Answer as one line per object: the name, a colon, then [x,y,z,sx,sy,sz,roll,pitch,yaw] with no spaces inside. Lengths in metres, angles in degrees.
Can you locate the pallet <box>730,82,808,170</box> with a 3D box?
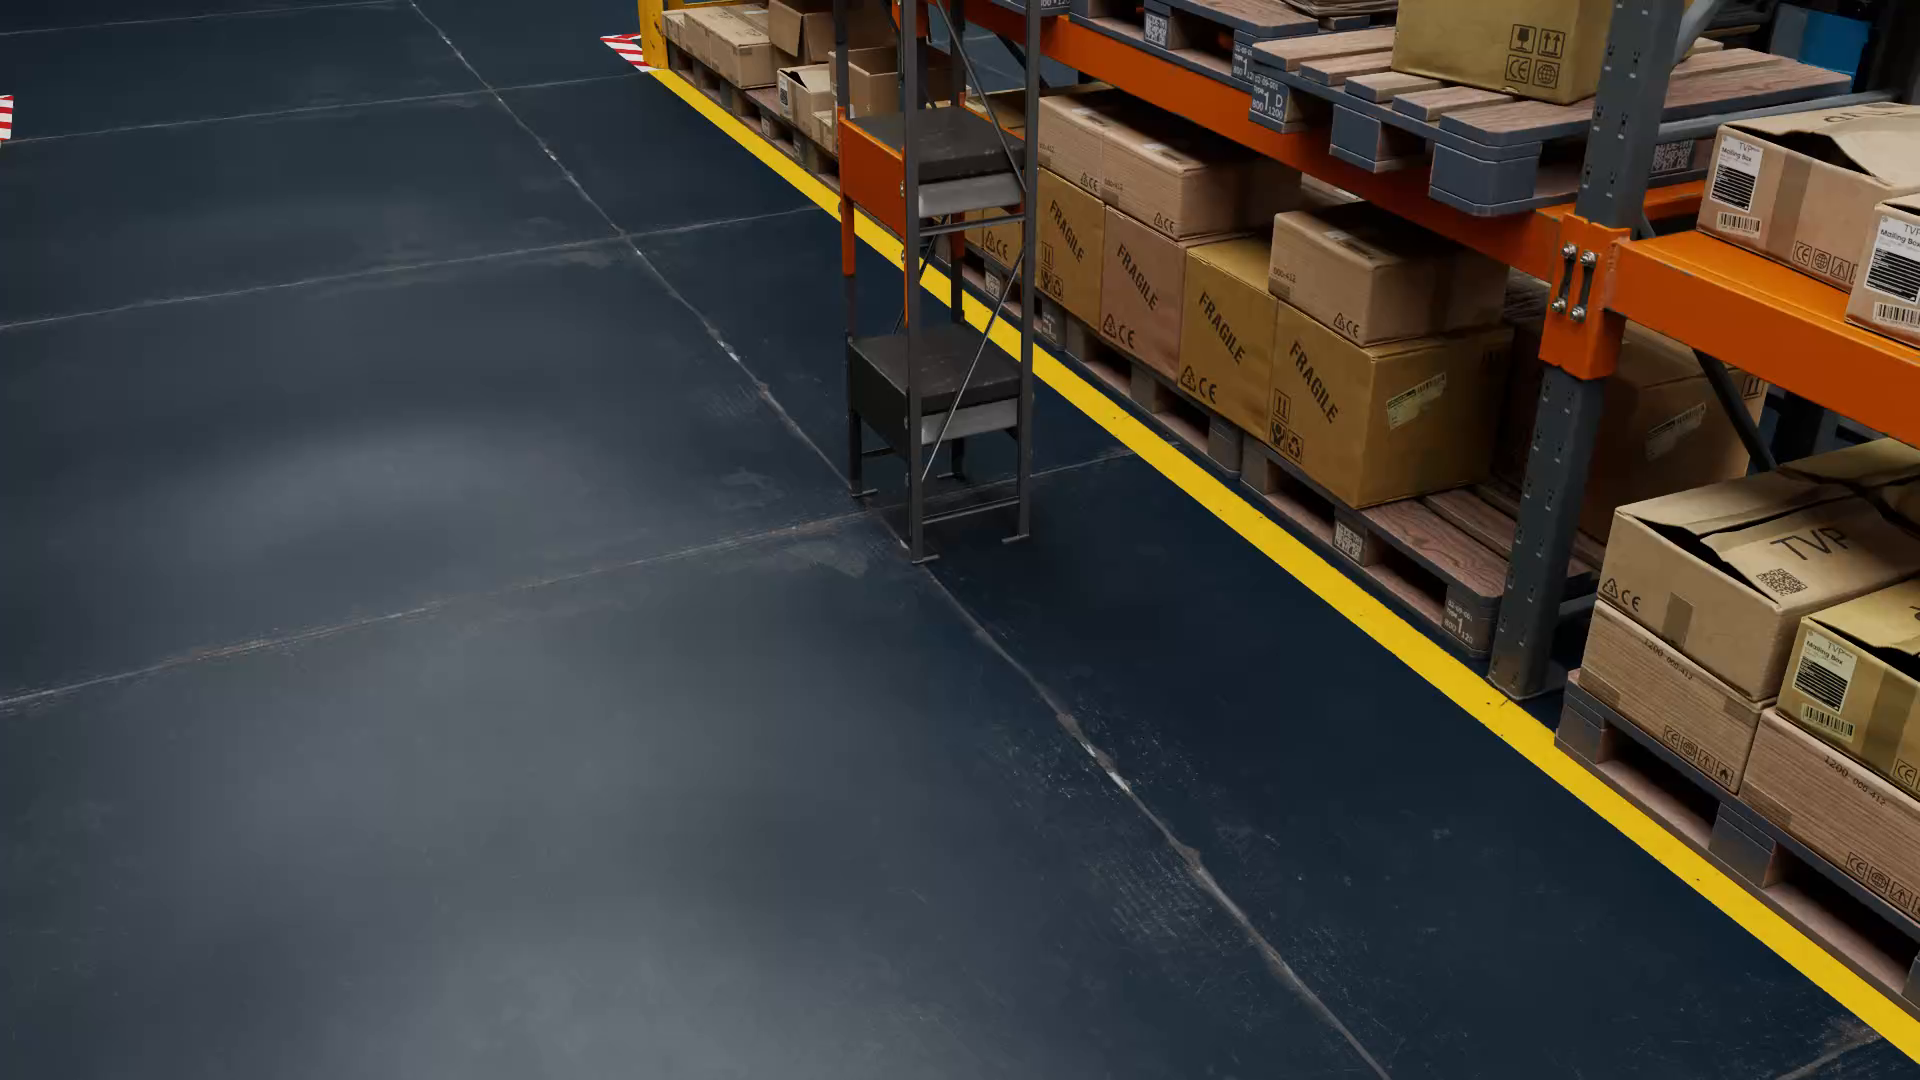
pallet: [-0.620,-2.392,9.301,1.003,0.211,1.213,-13,32,-22]

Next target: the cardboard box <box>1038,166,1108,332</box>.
cardboard box: [0.636,-1.147,6.334,0.500,0.500,0.500,-13,32,-21]

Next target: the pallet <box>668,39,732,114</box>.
pallet: [-1.140,-2.931,10.261,1.003,0.211,1.213,-13,32,-22]

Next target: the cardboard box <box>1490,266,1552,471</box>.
cardboard box: [1.751,-0.591,5.344,0.500,0.500,0.500,-14,32,-24]

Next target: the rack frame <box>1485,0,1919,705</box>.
rack frame: [1.918,-0.999,3.964,1.000,3.000,0.127,-13,32,-22]

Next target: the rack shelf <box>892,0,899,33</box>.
rack shelf: [-0.657,-3.335,8.867,1.077,0.370,4.000,-13,32,-22]

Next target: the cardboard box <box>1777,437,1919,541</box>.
cardboard box: [2.366,-0.047,4.076,0.500,0.311,0.500,-12,32,-21]

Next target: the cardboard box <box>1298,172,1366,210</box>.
cardboard box: [1.312,-1.043,6.150,0.500,0.500,0.500,-14,32,-24]

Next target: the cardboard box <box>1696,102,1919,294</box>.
cardboard box: [2.035,-0.790,3.683,0.500,0.311,0.500,-11,31,-19]

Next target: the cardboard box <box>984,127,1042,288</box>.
cardboard box: [0.428,-1.369,6.730,0.500,0.500,0.500,-13,32,-21]

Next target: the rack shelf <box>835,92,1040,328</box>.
rack shelf: [-0.071,-0.977,4.874,0.431,0.518,0.480,-13,32,-22]

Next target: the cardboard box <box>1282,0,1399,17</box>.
cardboard box: [1.326,-1.924,5.083,0.700,0.500,0.500,-7,30,-13]

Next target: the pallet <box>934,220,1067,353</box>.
pallet: [0.585,-1.198,7.171,1.003,0.211,1.213,-13,32,-22]

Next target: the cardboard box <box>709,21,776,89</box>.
cardboard box: [-1.110,-2.784,9.509,0.500,0.250,0.500,-13,32,-22]

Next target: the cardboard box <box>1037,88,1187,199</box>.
cardboard box: [0.618,-1.488,6.175,0.500,0.250,0.500,-13,32,-22]

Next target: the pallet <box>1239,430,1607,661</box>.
pallet: [1.632,-0.120,5.248,1.003,0.211,1.213,-13,32,-22]

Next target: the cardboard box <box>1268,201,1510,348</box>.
cardboard box: [1.277,-0.815,4.976,0.500,0.250,0.500,-12,31,-20]

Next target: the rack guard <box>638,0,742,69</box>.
rack guard: [-1.483,-3.409,10.818,1.175,0.500,0.348,-13,32,-22]

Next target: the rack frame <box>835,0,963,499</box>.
rack frame: [-0.176,-1.097,5.059,0.400,2.100,0.015,-13,32,-22]

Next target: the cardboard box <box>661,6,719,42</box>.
cardboard box: [-1.647,-3.224,10.397,0.380,0.149,0.250,-13,32,-22]

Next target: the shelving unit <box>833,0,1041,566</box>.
shelving unit: [-0.071,-0.989,4.867,0.431,2.100,0.503,-13,32,-22]

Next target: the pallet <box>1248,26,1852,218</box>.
pallet: [1.564,-1.200,4.519,1.213,0.211,1.003,-13,32,-22]

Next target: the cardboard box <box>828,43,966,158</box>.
cardboard box: [-0.300,-2.059,7.961,0.500,0.500,0.500,-13,32,-22]

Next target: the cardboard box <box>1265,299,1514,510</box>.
cardboard box: [1.305,-0.464,5.117,0.500,0.500,0.500,-12,31,-20]

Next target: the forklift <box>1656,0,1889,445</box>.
forklift: [2.724,-2.027,5.869,1.130,2.935,3.031,-13,32,-22]

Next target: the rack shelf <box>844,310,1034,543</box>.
rack shelf: [-0.071,-0.367,5.216,0.431,0.518,0.480,-13,32,-22]

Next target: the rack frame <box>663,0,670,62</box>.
rack frame: [-1.516,-4.532,10.266,1.000,3.000,0.127,-13,32,-22]

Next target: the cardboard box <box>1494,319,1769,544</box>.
cardboard box: [1.981,-0.361,4.933,0.500,0.500,0.500,-12,31,-20]

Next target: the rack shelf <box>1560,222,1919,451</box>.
rack shelf: [2.777,0.199,2.564,1.077,0.370,4.000,-13,32,-22]

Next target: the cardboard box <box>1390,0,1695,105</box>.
cardboard box: [1.546,-1.480,4.291,0.700,0.500,0.500,-26,38,-38]

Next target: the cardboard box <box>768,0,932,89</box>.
cardboard box: [-0.610,-2.697,9.096,0.797,0.503,0.637,-13,32,-22]

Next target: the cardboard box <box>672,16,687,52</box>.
cardboard box: [-1.539,-3.121,10.196,0.380,0.166,0.250,-13,32,-22]

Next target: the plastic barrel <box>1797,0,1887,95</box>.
plastic barrel: [4.895,-2.828,8.942,0.600,0.901,0.708,-13,32,-22]

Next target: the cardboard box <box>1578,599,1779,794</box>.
cardboard box: [1.878,0.311,4.011,0.500,0.250,0.500,-13,32,-22]

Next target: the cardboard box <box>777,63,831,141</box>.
cardboard box: [-0.622,-2.308,8.599,0.500,0.311,0.500,-13,32,-22]

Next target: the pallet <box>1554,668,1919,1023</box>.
pallet: [2.237,0.589,3.983,1.003,0.211,1.213,-13,32,-22]

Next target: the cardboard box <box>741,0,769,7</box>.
cardboard box: [-1.060,-3.446,10.434,0.500,0.500,0.500,-13,32,-22]

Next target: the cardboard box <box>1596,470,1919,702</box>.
cardboard box: [1.878,0.066,3.874,0.500,0.311,0.500,-12,31,-20]

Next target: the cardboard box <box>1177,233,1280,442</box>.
cardboard box: [1.083,-0.693,5.524,0.500,0.500,0.500,-14,32,-24]

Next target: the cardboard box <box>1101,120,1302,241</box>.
cardboard box: [0.834,-1.266,5.780,0.500,0.250,0.500,-14,32,-23]

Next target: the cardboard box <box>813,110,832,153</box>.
cardboard box: [-0.515,-2.059,8.320,0.380,0.149,0.250,-13,32,-22]

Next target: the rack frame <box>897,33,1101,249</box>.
rack frame: [0.201,-2.766,7.115,1.000,3.000,0.127,-13,32,-22]

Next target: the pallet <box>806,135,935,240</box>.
pallet: [-0.093,-1.853,8.338,1.003,0.211,1.213,-13,32,-22]

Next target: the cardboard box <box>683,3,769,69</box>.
cardboard box: [-1.324,-3.004,9.903,0.500,0.250,0.500,-13,32,-22]

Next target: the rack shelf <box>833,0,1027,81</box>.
rack shelf: [-0.071,-1.588,4.531,0.431,0.518,0.480,-13,32,-22]

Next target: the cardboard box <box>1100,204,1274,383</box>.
cardboard box: [0.852,-0.923,5.936,0.500,0.500,0.500,-14,32,-24]

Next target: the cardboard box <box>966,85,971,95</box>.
cardboard box: [-0.164,-2.332,8.790,0.380,0.166,0.250,-13,32,-22]

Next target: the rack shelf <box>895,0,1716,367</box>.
rack shelf: [1.060,-1.568,5.715,1.077,0.370,4.000,-13,32,-22]

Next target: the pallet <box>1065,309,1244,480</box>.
pallet: [1.112,-0.658,6.208,1.003,0.211,1.213,-13,32,-22]

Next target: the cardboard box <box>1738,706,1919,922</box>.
cardboard box: [2.095,0.532,3.616,0.500,0.250,0.500,-14,32,-23]

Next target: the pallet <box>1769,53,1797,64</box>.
pallet: [4.326,-2.904,10.214,1.003,0.211,1.213,-13,32,-22]

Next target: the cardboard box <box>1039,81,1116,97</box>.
cardboard box: [0.672,-1.709,7.337,0.500,0.500,0.500,-13,32,-22]

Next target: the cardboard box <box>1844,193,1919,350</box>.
cardboard box: [2.127,-0.524,3.209,0.500,0.311,0.500,-13,32,-23]

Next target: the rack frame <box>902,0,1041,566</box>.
rack frame: [0.034,-0.881,4.675,0.400,2.100,0.015,-13,32,-22]

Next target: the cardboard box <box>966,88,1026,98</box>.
cardboard box: [0.216,-2.016,8.077,0.500,0.311,0.500,-13,32,-22]

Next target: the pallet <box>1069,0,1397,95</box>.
pallet: [1.079,-1.773,5.541,1.003,0.211,1.213,-13,32,-22]

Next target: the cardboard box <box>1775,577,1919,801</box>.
cardboard box: [2.111,0.296,3.463,0.500,0.311,0.500,-14,32,-23]

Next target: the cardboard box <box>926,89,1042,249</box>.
cardboard box: [0.189,-1.602,7.147,0.500,0.500,0.500,-15,32,-24]

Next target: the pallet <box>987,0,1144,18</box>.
pallet: [0.446,-2.306,6.492,1.003,0.211,1.213,-13,32,-22]
